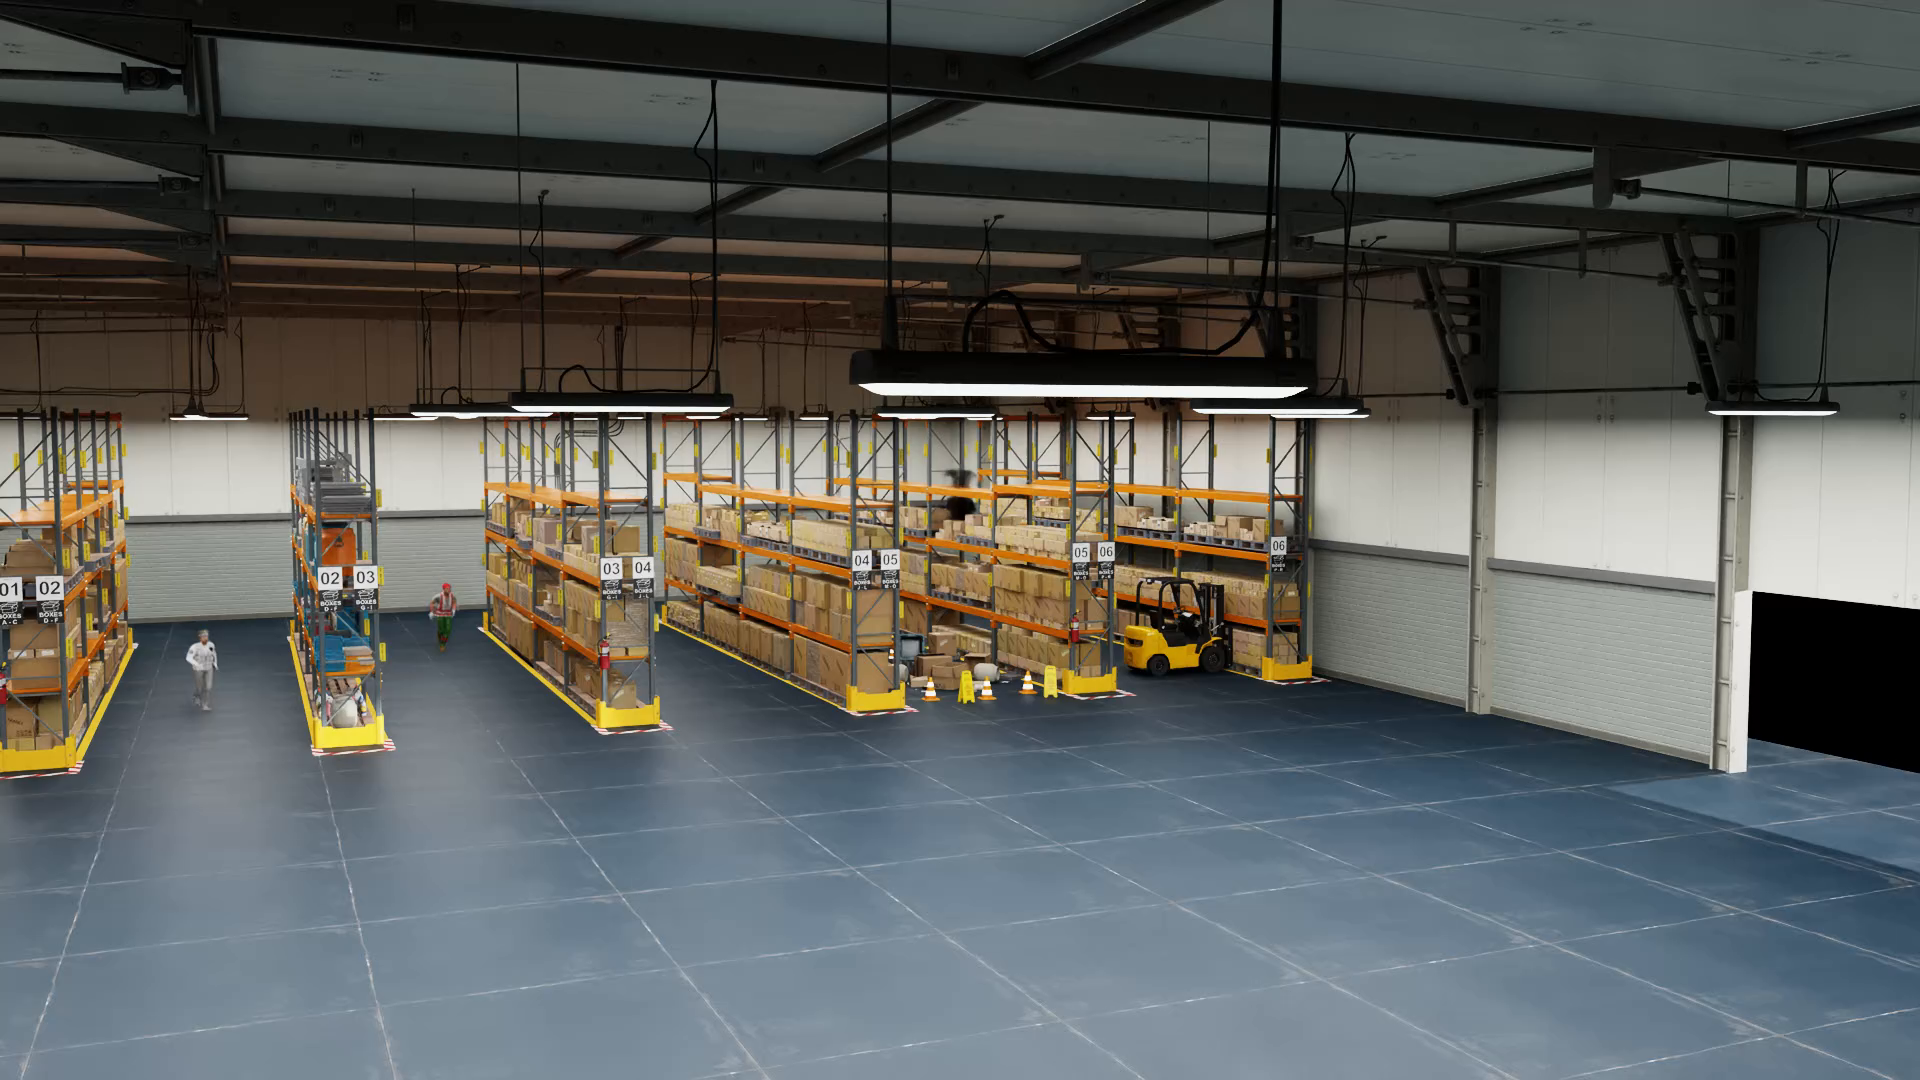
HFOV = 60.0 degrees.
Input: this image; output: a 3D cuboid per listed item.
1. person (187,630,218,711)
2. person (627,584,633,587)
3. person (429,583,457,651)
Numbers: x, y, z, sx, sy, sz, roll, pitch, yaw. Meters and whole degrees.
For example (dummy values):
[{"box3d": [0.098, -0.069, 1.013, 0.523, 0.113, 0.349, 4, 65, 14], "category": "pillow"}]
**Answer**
[{"box3d": [-15.157, 2.589, 33.245, 0.609, 1.640, 0.717, -3, 5, -41], "category": "person"}, {"box3d": [-9.475, 1.523, 47.806, 0.671, 1.661, 0.882, 0, 4, 5], "category": "person"}, {"box3d": [-13.043, 1.930, 42.000, 0.669, 1.714, 0.690, -3, 5, -40], "category": "person"}]
